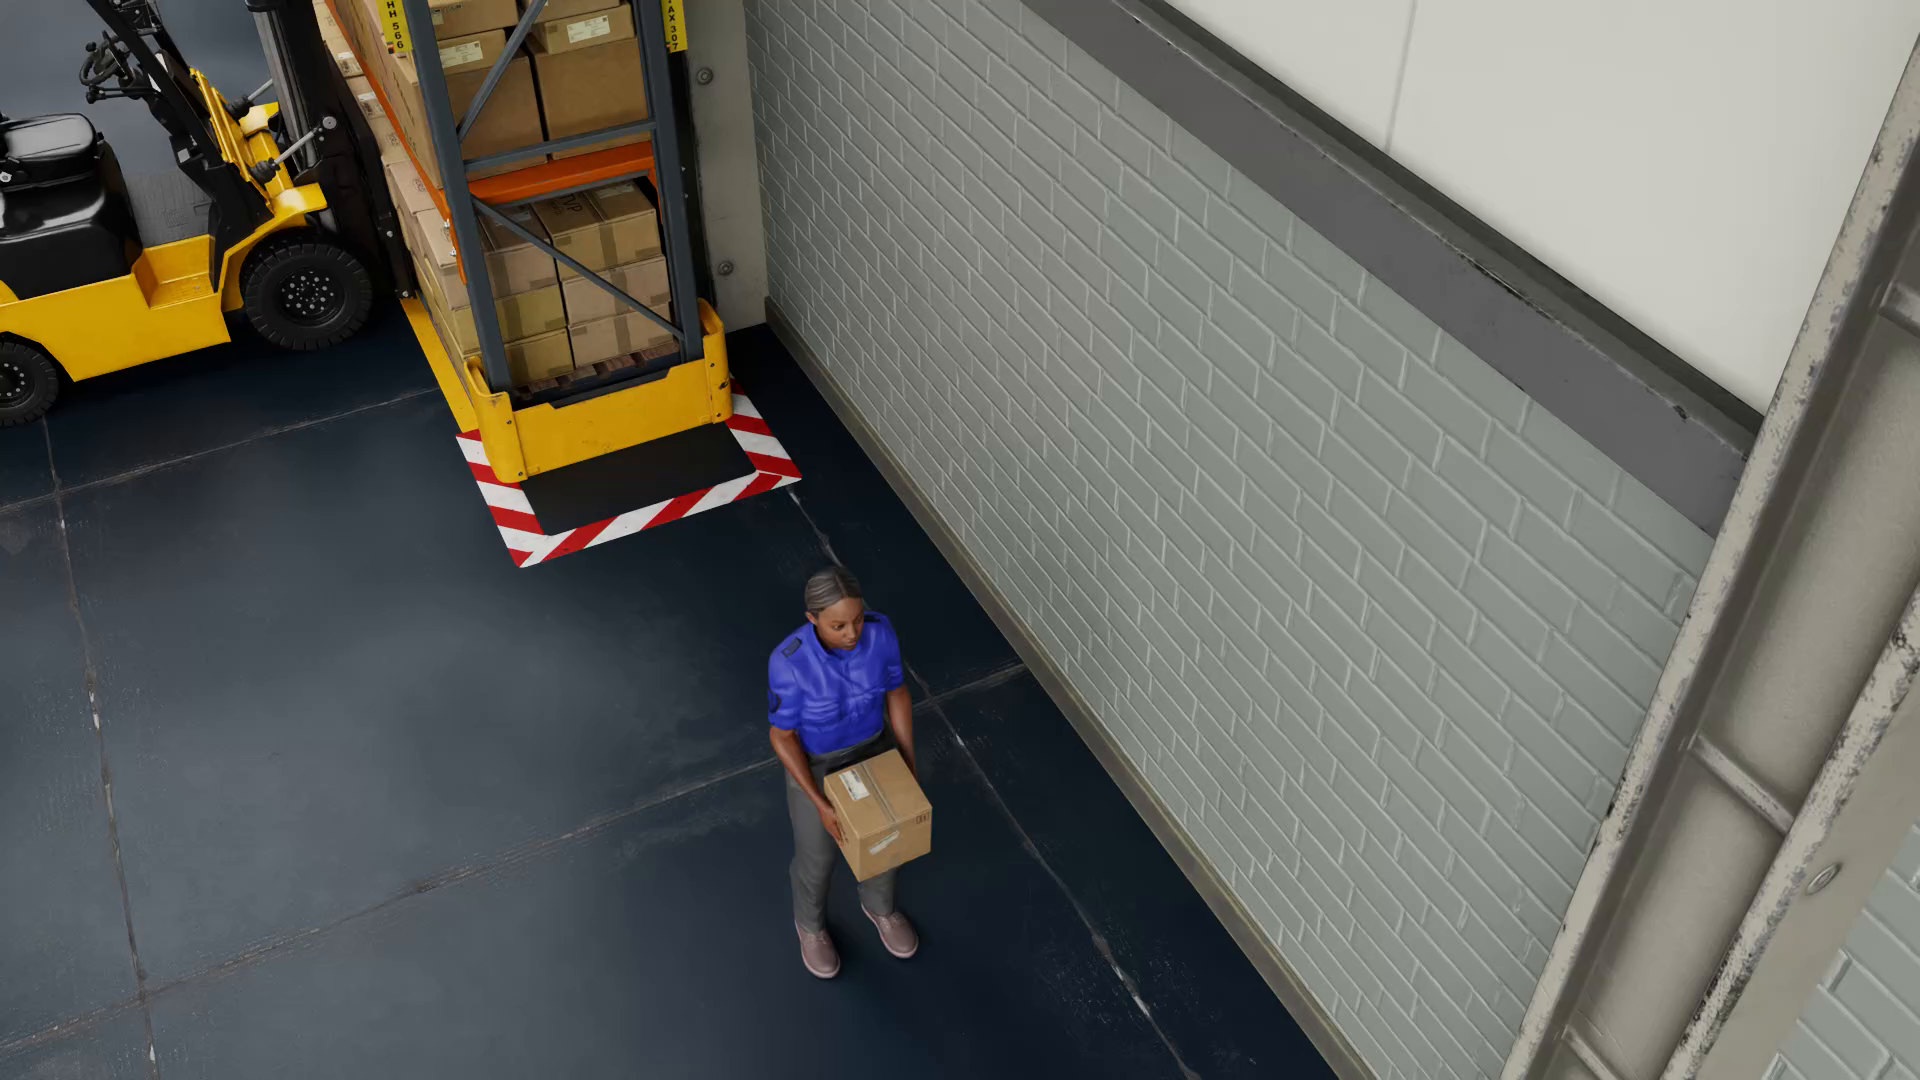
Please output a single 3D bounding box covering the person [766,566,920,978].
[{"bbox_3d":[-0.345,0.756,5.302,0.474,1.662,0.431,-20,45,-21],"label":"person"}]
